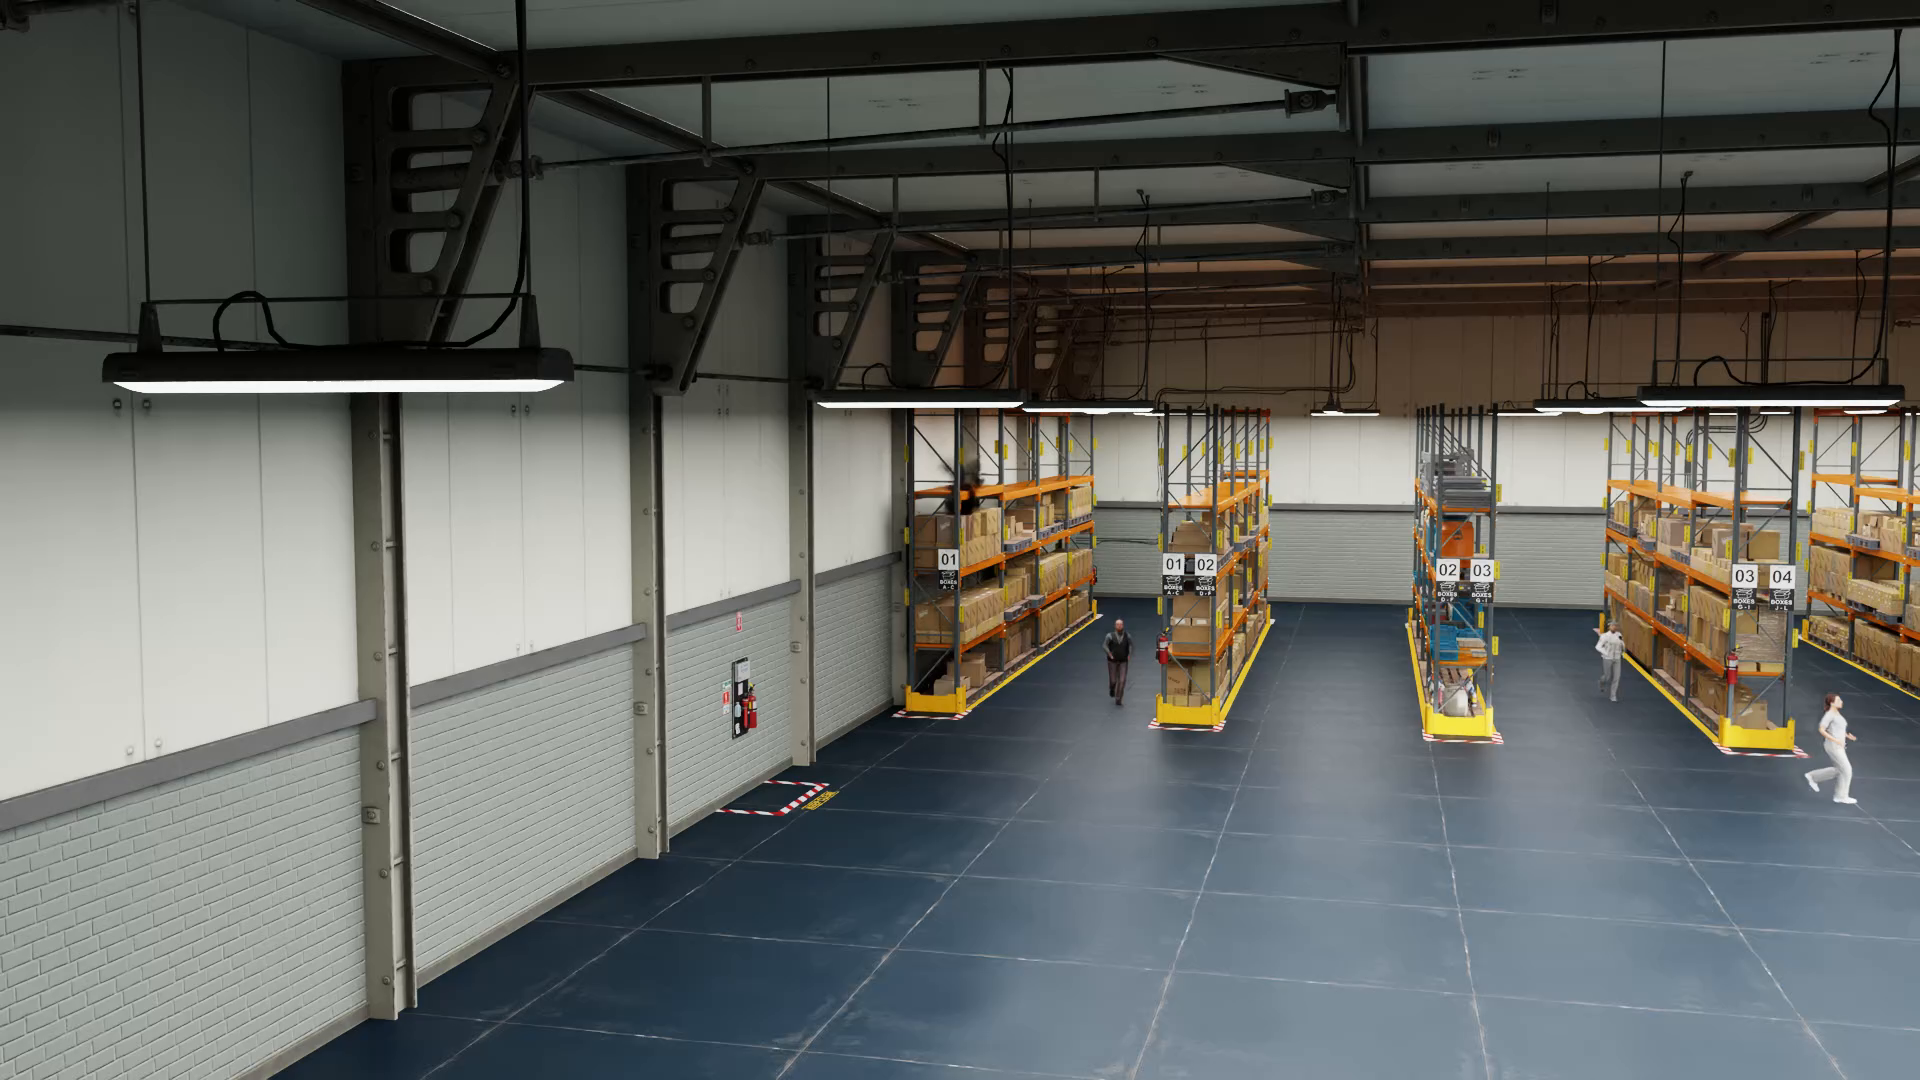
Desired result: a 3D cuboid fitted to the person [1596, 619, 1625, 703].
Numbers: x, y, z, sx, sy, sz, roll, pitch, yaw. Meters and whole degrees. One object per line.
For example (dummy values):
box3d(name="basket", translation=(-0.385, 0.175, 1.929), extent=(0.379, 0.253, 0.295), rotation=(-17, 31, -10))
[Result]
box3d(name="person", translation=(13.267, 2.426, 33.854), extent=(0.619, 1.675, 0.812), rotation=(0, 4, 0))

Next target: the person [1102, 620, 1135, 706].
box3d(name="person", translation=(3.182, 2.445, 33.363), extent=(0.657, 1.697, 0.752), rotation=(0, 4, -1))

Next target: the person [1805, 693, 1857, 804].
box3d(name="person", translation=(13.032, 3.096, 24.868), extent=(0.734, 1.625, 0.570), rotation=(4, 6, 41))

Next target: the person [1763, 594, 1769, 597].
box3d(name="person", translation=(20.728, 1.730, 43.388), extent=(0.717, 1.695, 0.605), rotation=(4, 6, 42))
